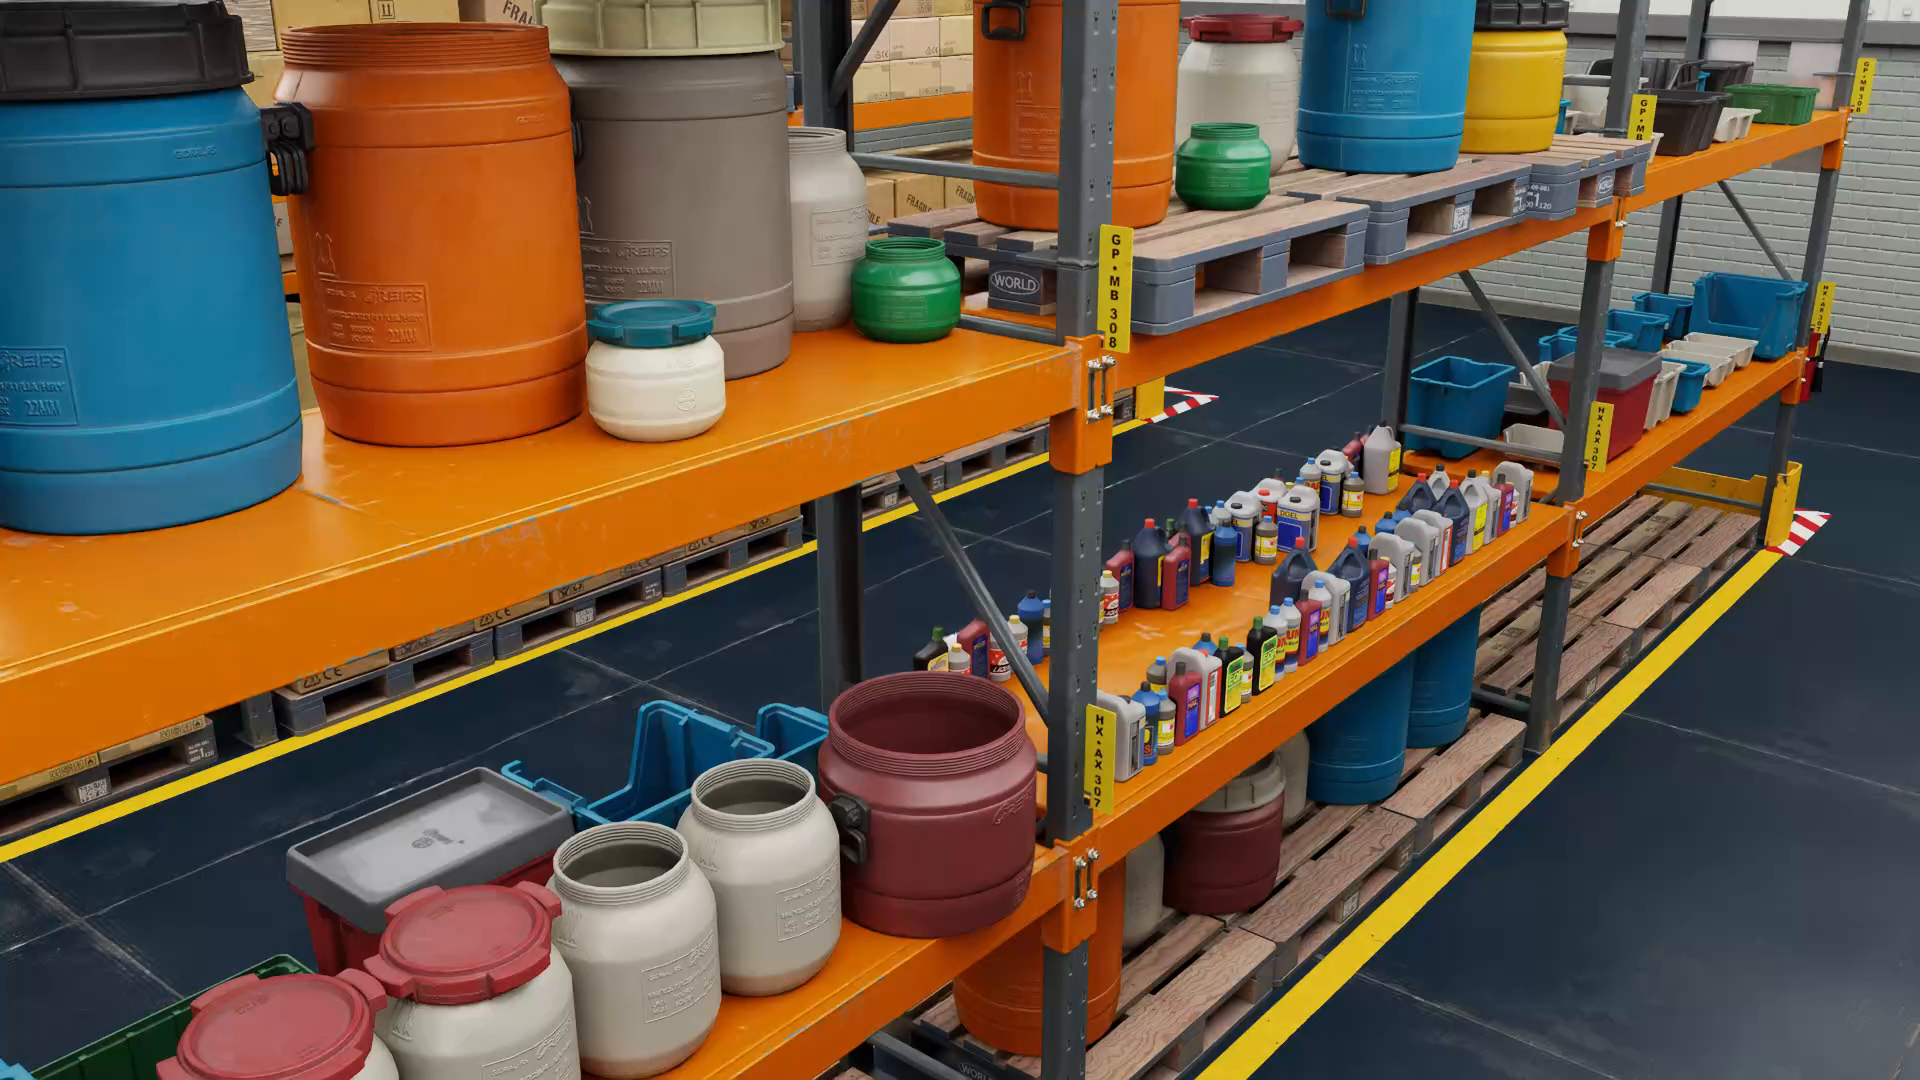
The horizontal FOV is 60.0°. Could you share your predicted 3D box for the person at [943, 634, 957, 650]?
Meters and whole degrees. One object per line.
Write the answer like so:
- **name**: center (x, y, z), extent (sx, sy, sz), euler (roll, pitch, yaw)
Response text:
- **person**: center (0.117, 0.796, 7.532), extent (0.569, 0.990, 0.884), euler (16, 25, 37)
